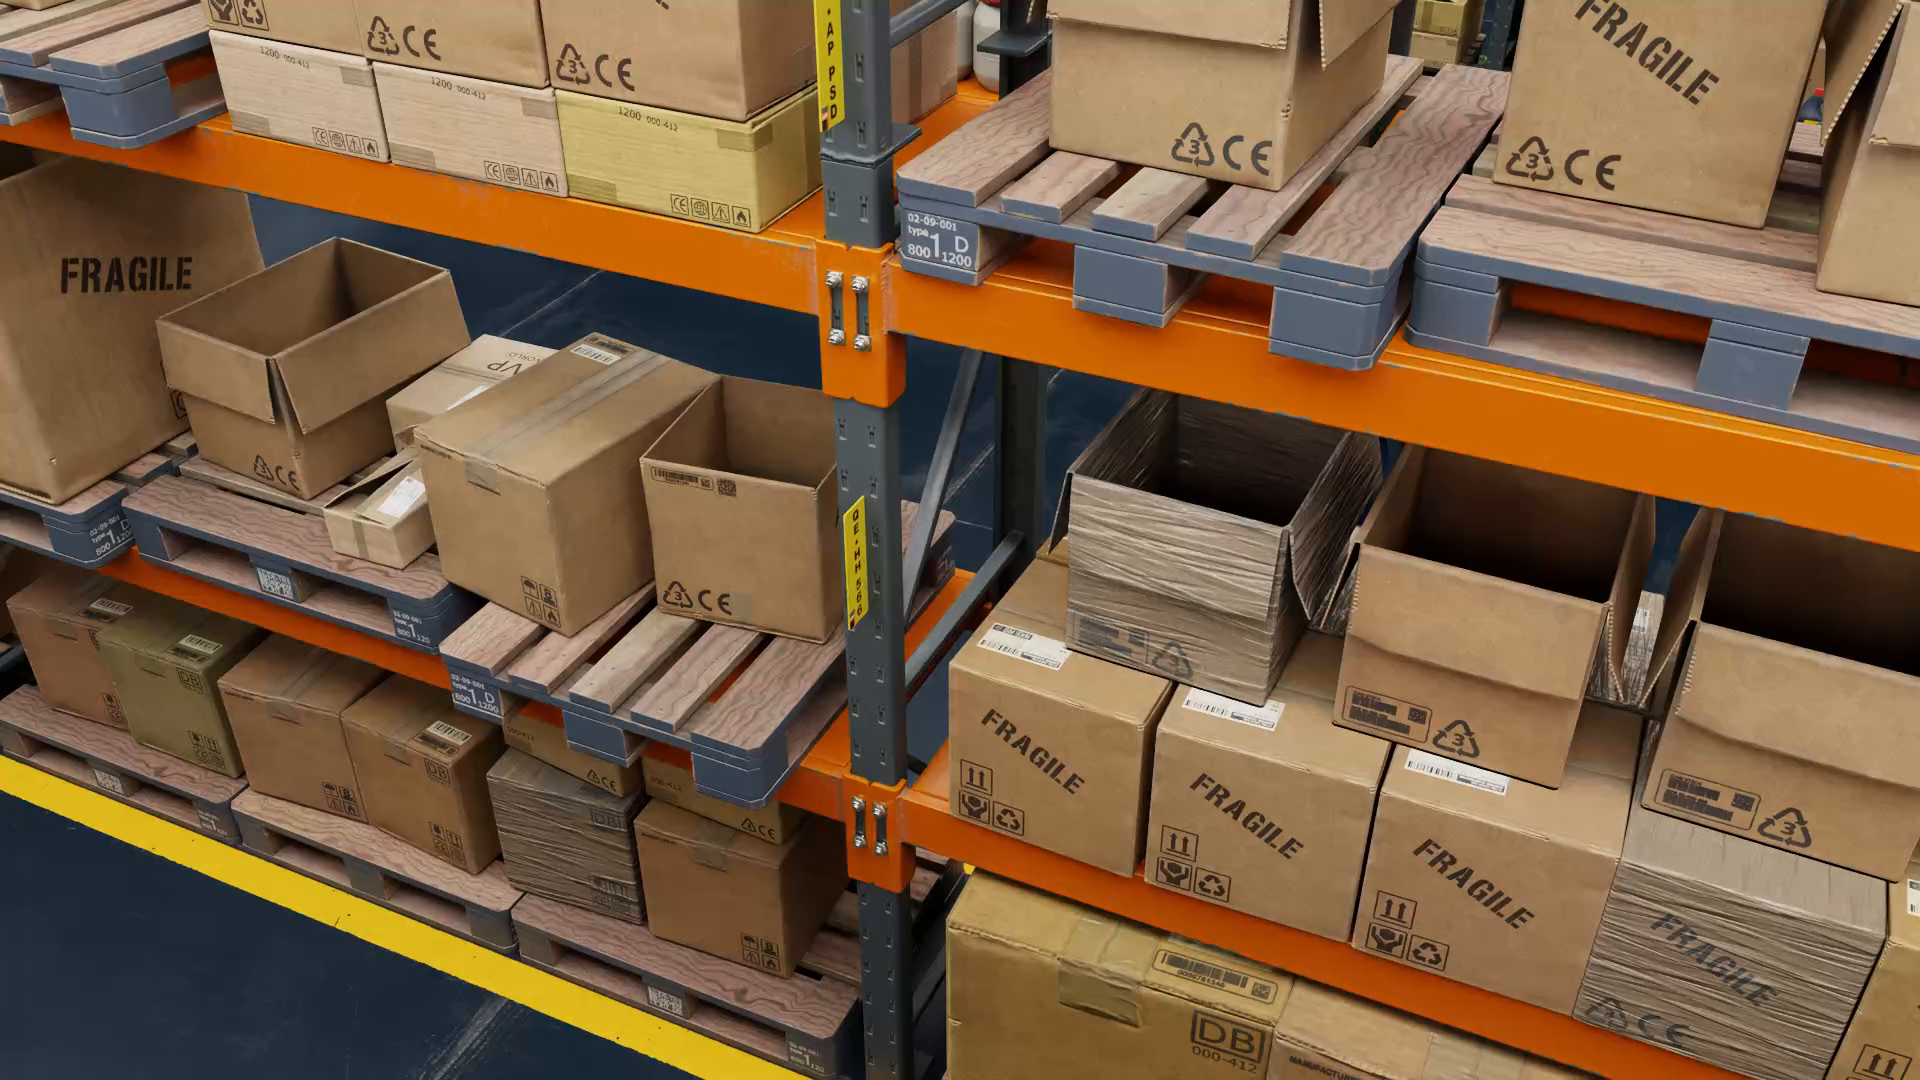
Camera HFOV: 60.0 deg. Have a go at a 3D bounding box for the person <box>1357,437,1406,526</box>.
[{"bbox_3d":[1.545,-0.331,6.651,0.646,1.605,0.858,24,41,32],"label":"person"}]
